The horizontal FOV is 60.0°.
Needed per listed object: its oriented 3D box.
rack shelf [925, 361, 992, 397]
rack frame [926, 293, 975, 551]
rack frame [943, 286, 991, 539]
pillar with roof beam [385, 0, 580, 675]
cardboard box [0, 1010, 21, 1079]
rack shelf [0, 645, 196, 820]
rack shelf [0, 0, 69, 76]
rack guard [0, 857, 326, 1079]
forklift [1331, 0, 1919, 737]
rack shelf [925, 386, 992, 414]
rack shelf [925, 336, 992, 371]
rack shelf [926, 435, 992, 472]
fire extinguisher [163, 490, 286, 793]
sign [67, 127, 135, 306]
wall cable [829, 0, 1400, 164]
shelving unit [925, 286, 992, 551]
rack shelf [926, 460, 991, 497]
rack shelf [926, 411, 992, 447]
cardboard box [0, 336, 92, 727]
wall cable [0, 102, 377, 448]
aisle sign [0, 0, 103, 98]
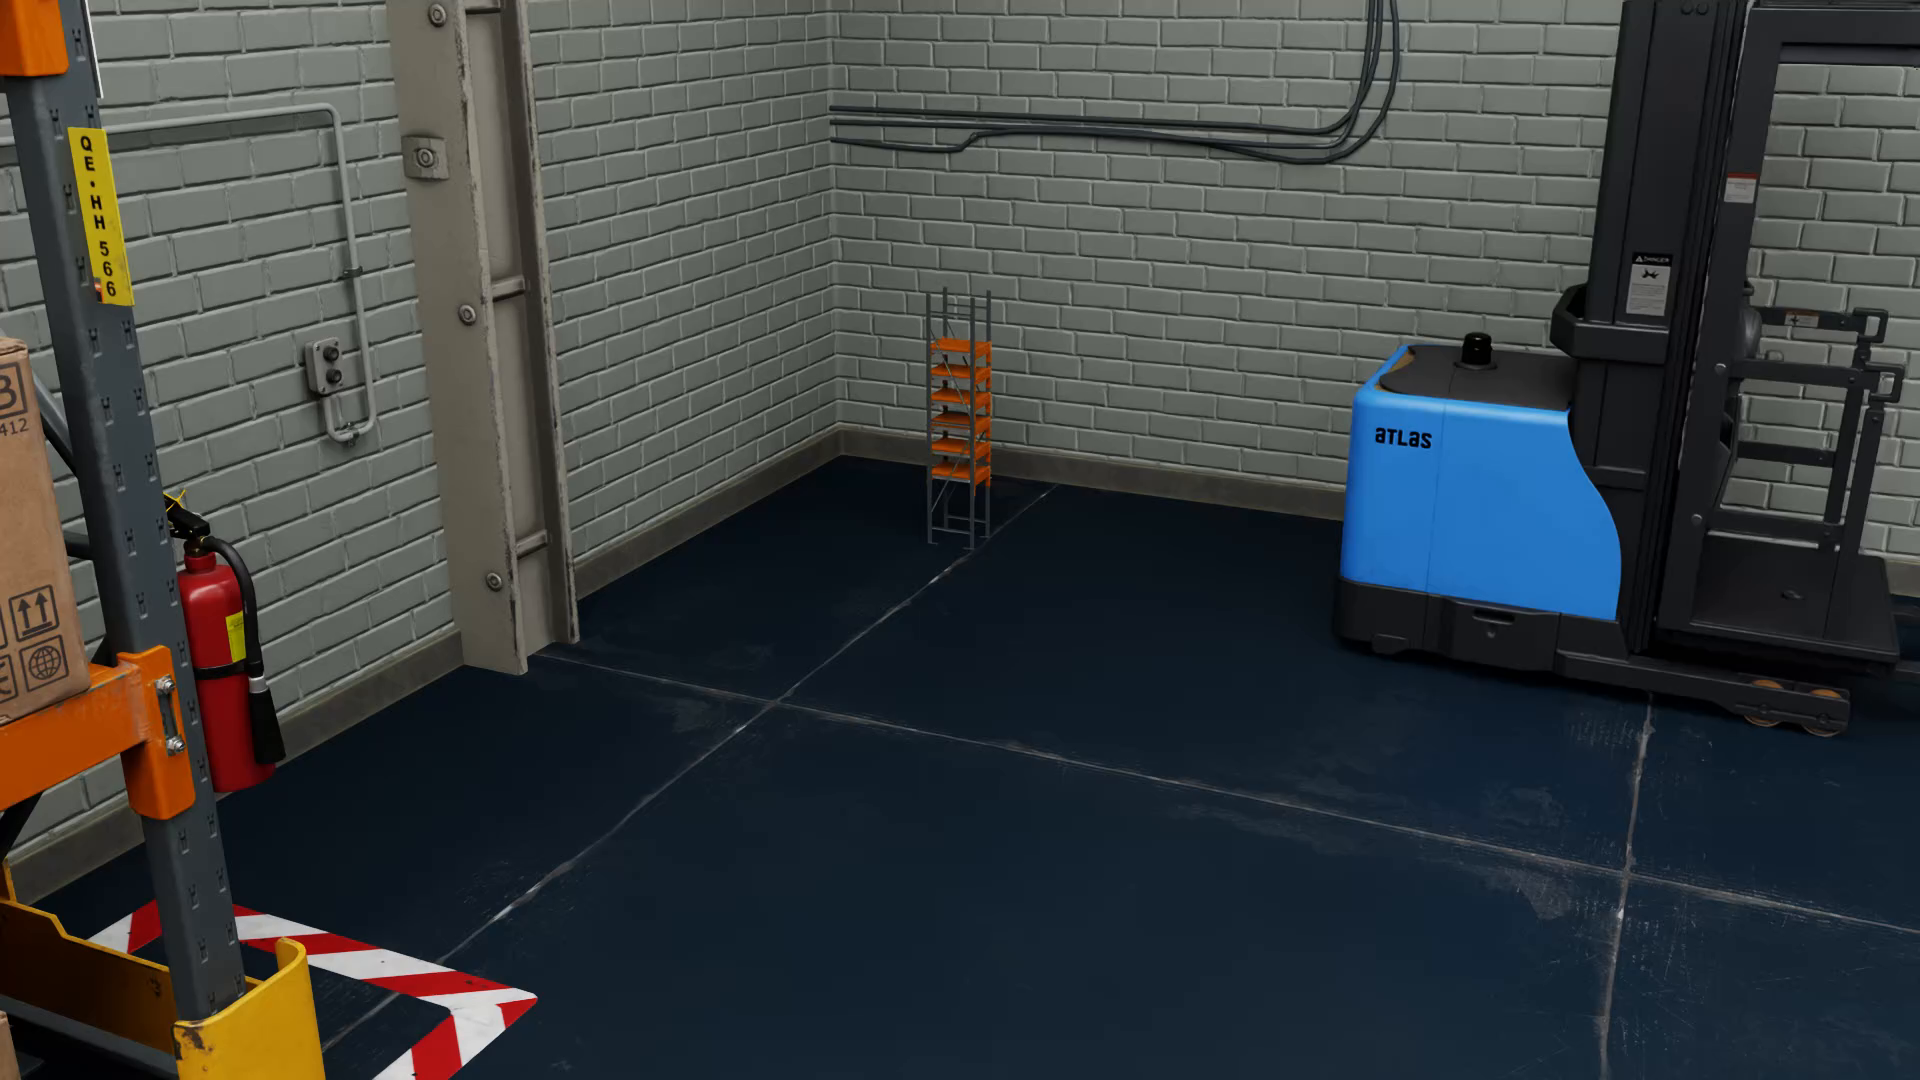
[{"bbox_3d":[-0.006,-0.745,7.690,0.258,0.103,0.180,9,21,23],"label":"rack shelf"},{"bbox_3d":[-0.043,-0.533,7.677,0.240,1.200,0.006,9,21,23],"label":"rack frame"},{"bbox_3d":[0.032,-0.589,7.834,0.240,1.200,0.006,9,21,23],"label":"rack frame"},{"bbox_3d":[2.152,-3.202,3.543,9.100,9.000,0.400,9,21,23],"label":"pillar with roof beam"},{"bbox_3d":[-2.287,1.186,3.262,0.700,0.500,0.500,9,21,23],"label":"cardboard box"},{"bbox_3d":[-2.911,0.928,1.956,1.077,0.370,4.000,9,21,23],"label":"rack shelf"},{"bbox_3d":[-2.911,-0.485,1.453,1.077,0.370,4.000,9,21,23],"label":"rack shelf"},{"bbox_3d":[-2.082,1.148,3.994,1.175,0.500,0.348,9,21,23],"label":"rack guard"},{"bbox_3d":[3.064,-0.877,6.060,3.031,2.935,1.130,9,21,23],"label":"forklift"},{"bbox_3d":[-0.006,-0.632,7.730,0.258,0.103,0.180,9,21,23],"label":"rack shelf"},{"bbox_3d":[-0.006,-0.858,7.650,0.258,0.103,0.180,9,21,23],"label":"rack shelf"},{"bbox_3d":[-0.006,-0.406,7.810,0.258,0.103,0.180,9,21,23],"label":"rack shelf"},{"bbox_3d":[-1.609,0.207,3.581,0.296,0.674,0.183,9,21,23],"label":"fire extinguisher"},{"bbox_3d":[-1.603,-0.600,3.099,0.100,0.325,0.005,9,21,23],"label":"sign"},{"bbox_3d":[0.550,-3.066,7.793,3.097,2.526,0.112,9,21,23],"label":"wall cable"},{"bbox_3d":[-0.006,-0.561,7.755,0.258,1.200,0.189,9,21,23],"label":"shelving unit"},{"bbox_3d":[-0.006,-0.293,7.851,0.258,0.103,0.180,9,21,23],"label":"rack shelf"},{"bbox_3d":[-0.006,-0.519,7.770,0.258,0.103,0.180,9,21,23],"label":"rack shelf"},{"bbox_3d":[-2.292,-0.006,3.062,0.980,0.700,0.700,10,22,25],"label":"cardboard box"},{"bbox_3d":[-2.431,-1.022,4.850,0.084,1.984,1.851,9,21,23],"label":"wall cable"},{"bbox_3d":[-1.789,-1.228,3.065,0.394,0.787,0.004,9,21,23],"label":"aisle sign"}]
